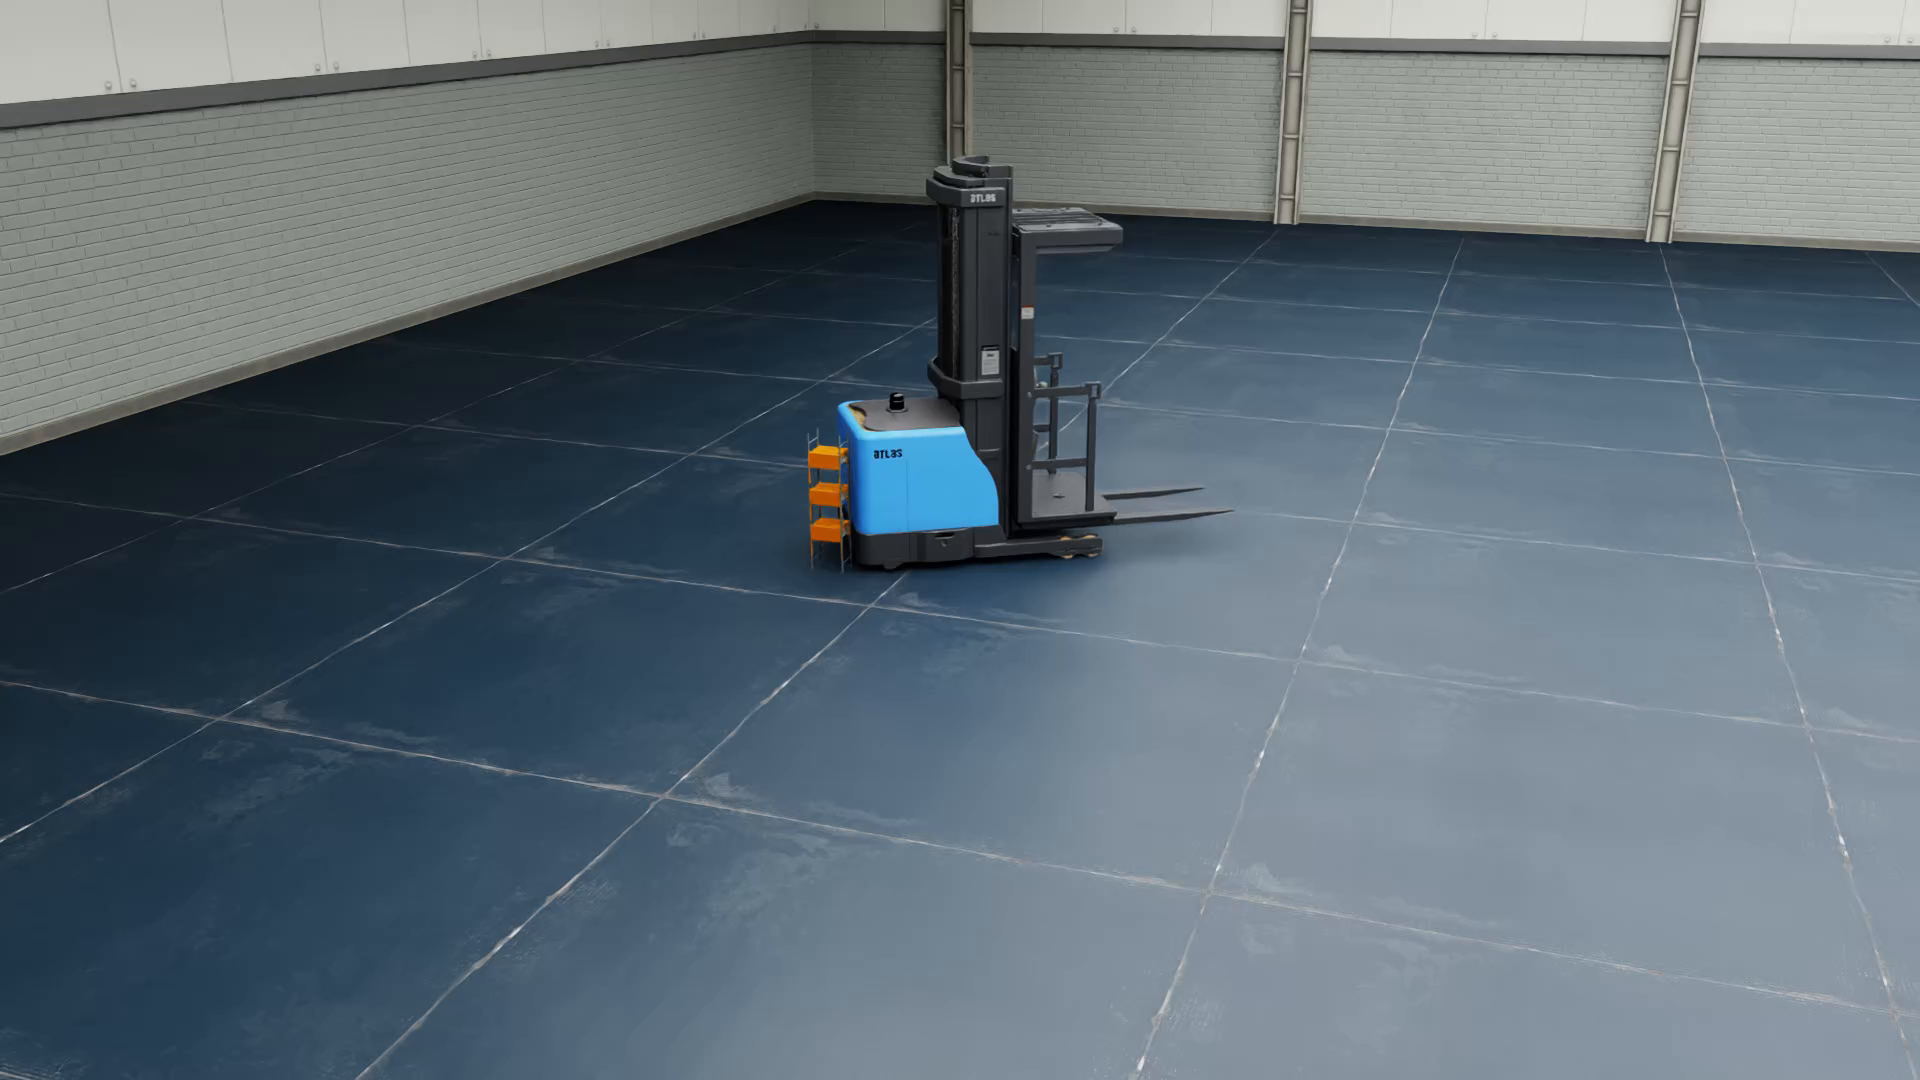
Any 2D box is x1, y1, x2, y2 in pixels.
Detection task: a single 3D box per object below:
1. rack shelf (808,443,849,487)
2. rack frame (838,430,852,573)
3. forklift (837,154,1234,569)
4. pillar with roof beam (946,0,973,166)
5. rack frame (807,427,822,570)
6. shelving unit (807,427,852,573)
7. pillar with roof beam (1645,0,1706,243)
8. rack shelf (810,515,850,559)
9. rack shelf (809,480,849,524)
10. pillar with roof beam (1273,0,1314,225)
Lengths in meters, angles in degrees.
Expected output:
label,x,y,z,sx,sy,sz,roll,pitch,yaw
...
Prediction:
label,x,y,z,sx,sy,sz,roll,pitch,yaw
rack shelf,-0.964,-0.552,12.235,0.240,0.259,0.215,6,20,16
rack frame,-0.848,-0.282,12.291,0.008,1.050,0.200,6,20,16
forklift,0.610,-1.404,12.650,3.031,2.935,1.130,-4,20,-13
pillar with roof beam,-1.420,-9.055,25.383,0.400,9.000,9.100,7,20,18
rack frame,-1.081,-0.306,12.358,0.008,1.050,0.200,6,20,16
shelving unit,-0.964,-0.294,12.325,0.252,1.050,0.215,6,20,16
pillar with roof beam,9.916,-7.759,21.665,0.400,9.000,9.100,7,20,18
rack shelf,-0.964,-0.022,12.420,0.240,0.259,0.215,6,20,16
rack shelf,-0.964,-0.284,12.328,0.240,0.259,0.215,6,20,16
pillar with roof beam,4.248,-8.407,23.524,0.400,9.000,9.100,7,20,18
